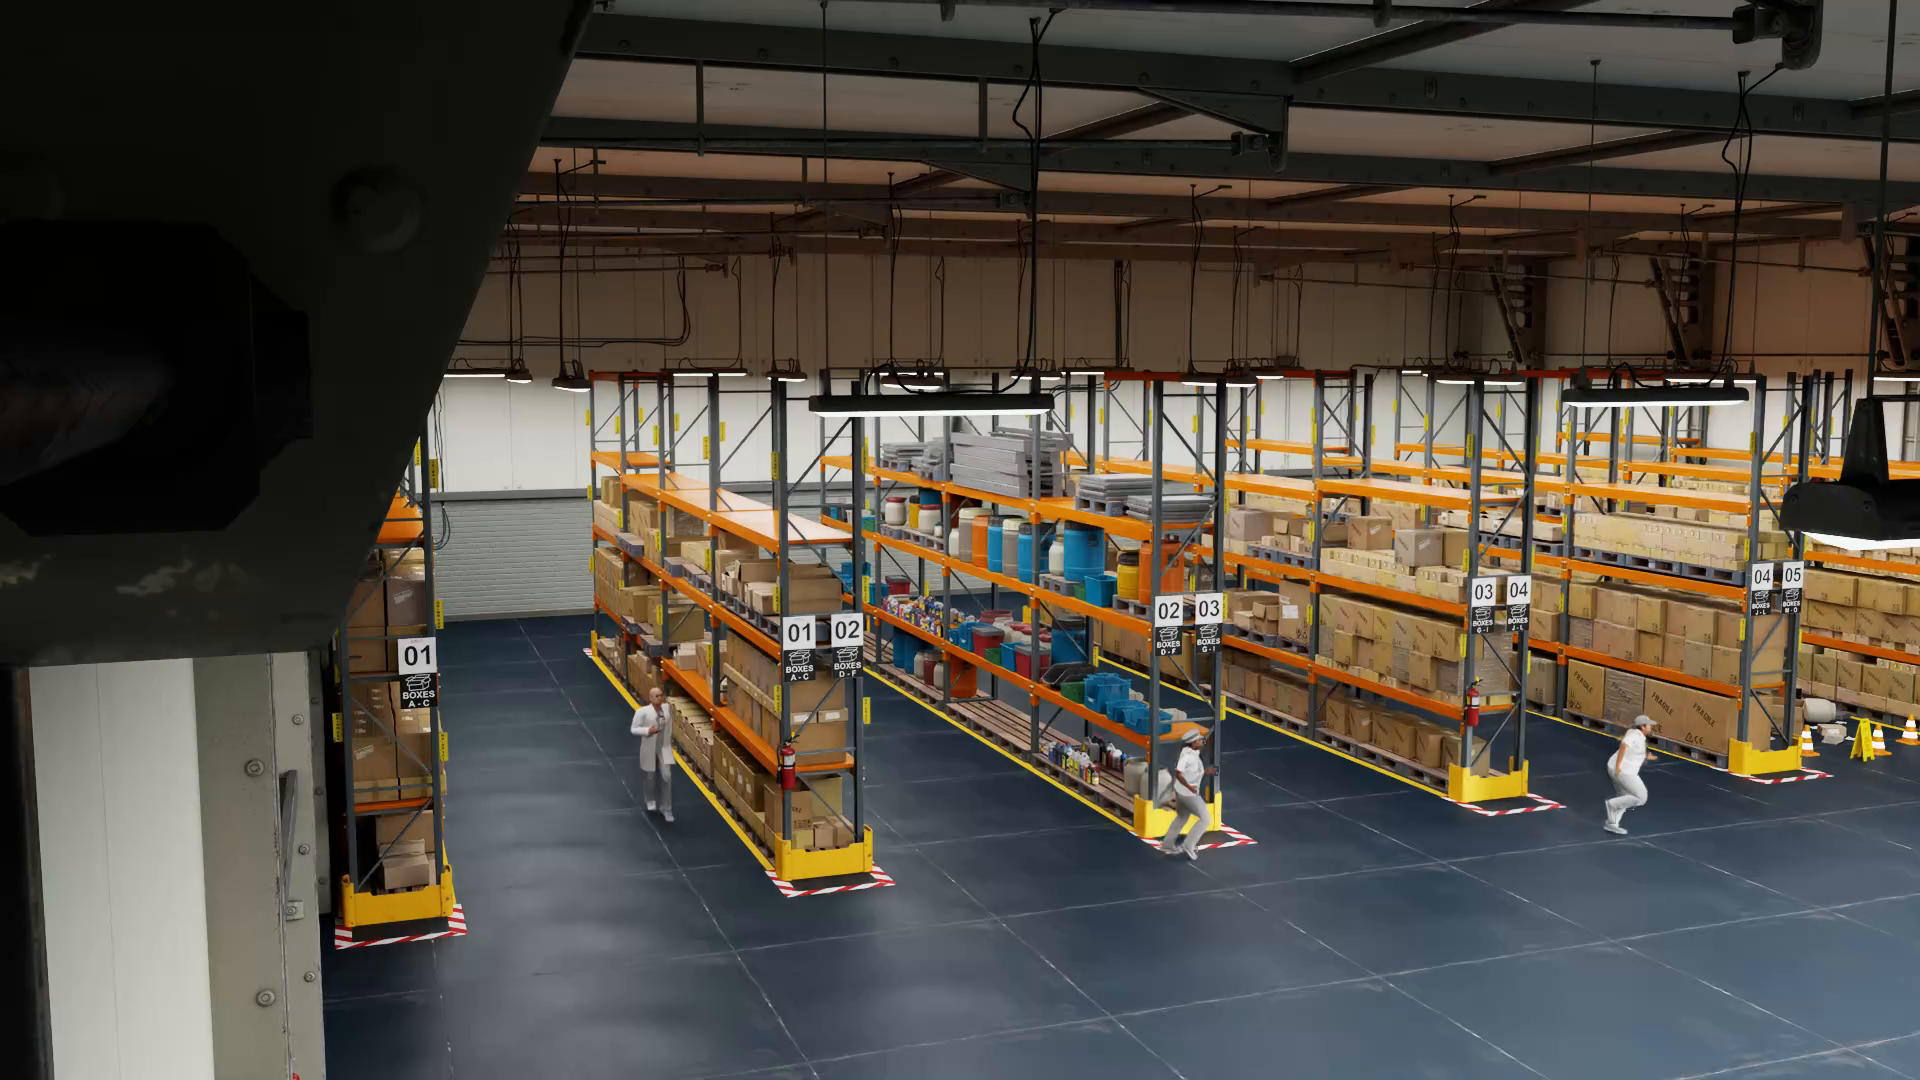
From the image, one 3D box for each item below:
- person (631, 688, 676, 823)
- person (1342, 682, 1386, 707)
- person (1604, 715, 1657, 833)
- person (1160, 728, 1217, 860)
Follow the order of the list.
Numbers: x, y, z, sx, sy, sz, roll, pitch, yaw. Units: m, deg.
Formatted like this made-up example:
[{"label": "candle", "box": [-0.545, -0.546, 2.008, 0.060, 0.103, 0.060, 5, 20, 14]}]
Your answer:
[{"label": "person", "box": [-4.194, 2.927, 22.748, 0.668, 1.855, 0.862, -3, 7, -28]}, {"label": "person", "box": [7.408, 2.130, 30.356, 0.754, 1.743, 1.065, -5, 8, -36]}, {"label": "person", "box": [8.890, 3.102, 22.028, 0.667, 1.593, 0.592, 1, 6, 6]}, {"label": "person", "box": [2.891, 3.195, 20.803, 0.685, 1.732, 0.581, 0, 6, -3]}]
